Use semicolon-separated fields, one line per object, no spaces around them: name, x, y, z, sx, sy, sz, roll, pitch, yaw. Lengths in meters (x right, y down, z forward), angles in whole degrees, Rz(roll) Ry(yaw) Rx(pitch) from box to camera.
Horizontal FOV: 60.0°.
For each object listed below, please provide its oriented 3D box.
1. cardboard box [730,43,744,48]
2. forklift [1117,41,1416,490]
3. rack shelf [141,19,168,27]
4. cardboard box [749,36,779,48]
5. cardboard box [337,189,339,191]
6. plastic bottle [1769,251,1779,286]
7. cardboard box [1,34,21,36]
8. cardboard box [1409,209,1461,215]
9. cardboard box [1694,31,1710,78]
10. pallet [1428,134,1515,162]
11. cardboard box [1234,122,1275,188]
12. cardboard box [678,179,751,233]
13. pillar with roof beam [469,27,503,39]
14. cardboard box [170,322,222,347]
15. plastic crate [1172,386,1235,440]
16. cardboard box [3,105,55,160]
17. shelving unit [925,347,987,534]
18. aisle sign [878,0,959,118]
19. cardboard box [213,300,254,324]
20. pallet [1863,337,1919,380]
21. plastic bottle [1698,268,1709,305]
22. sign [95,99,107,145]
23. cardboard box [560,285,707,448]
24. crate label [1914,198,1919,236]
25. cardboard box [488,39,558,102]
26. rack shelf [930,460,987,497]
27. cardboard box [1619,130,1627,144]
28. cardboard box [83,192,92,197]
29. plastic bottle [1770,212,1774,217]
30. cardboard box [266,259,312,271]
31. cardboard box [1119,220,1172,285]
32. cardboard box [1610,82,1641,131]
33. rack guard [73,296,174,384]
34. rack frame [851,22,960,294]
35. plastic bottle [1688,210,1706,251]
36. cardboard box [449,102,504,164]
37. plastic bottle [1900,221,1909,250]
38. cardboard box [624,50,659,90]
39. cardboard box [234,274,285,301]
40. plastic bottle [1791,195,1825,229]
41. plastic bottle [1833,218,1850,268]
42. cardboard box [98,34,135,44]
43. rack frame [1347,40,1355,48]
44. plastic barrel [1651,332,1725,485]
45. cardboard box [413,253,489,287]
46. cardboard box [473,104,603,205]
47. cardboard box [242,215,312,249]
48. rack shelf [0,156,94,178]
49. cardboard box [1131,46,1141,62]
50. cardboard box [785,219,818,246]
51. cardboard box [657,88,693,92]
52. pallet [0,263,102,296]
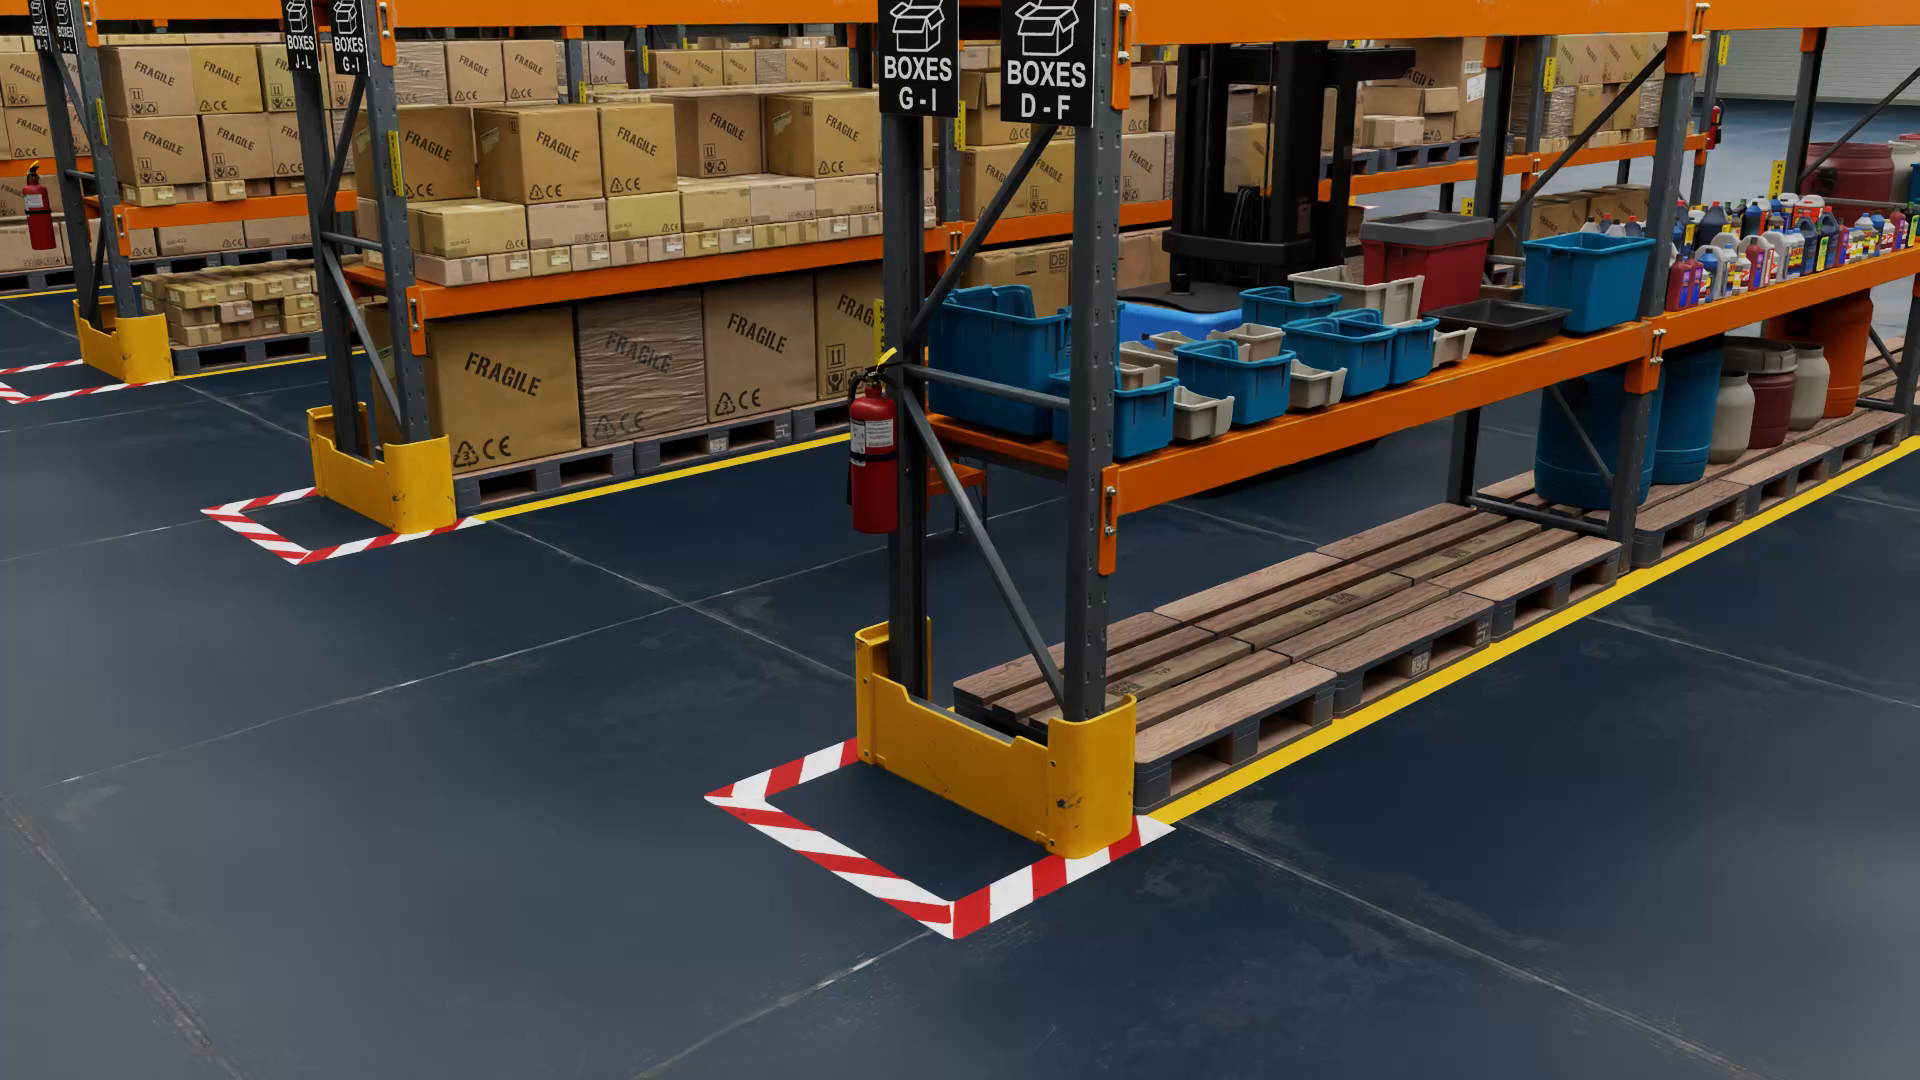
cardboard box;-3.792;-8.157;27.584;0.250;0.149;0.380;-16;24;-40
forklift;2.111;-2.058;10.578;3.031;2.935;1.130;-17;24;-42
rack shelf;-9.152;-7.308;22.965;4.000;0.370;1.077;-16;24;-41
cardboard box;-2.683;-6.807;22.740;0.250;0.149;0.380;-15;23;-38
cardboard box;-5.268;-2.920;13.536;0.250;0.149;0.380;-17;24;-42
plastic bottle;4.393;-1.490;9.040;0.097;0.201;0.097;0;18;0
cardboard box;-9.466;-4.970;16.616;0.250;0.149;0.380;-16;24;-40
cardboard box;4.968;-3.058;16.891;0.700;0.500;0.500;16;24;40
cardboard box;8.106;-5.503;18.829;0.500;0.500;0.500;-16;24;-41
pallet;4.774;-3.942;16.591;1.213;0.211;1.003;-16;24;-41
cardboard box;2.335;-3.203;13.837;0.500;0.500;0.500;-15;23;-39
cardboard box;-1.639;-2.060;10.237;0.500;0.250;0.500;-17;24;-42
pillar with roof beam;-4.413;-9.015;22.198;0.400;9.000;9.100;-16;24;-41
cardboard box;-6.024;-1.636;13.108;0.250;0.149;0.380;-16;24;-40
plastic crate;0.808;-0.441;5.812;0.298;0.136;0.250;-16;24;-41
cardboard box;-9.204;-4.039;16.417;0.500;0.500;0.500;-17;24;-42
shelving unit;-0.120;-0.536;8.691;0.503;1.200;0.258;-16;24;-41
aisle sign;-0.141;-1.797;5.448;0.004;0.787;0.394;-16;24;-41
cardboard box;-5.829;-1.837;13.246;0.250;0.149;0.380;-16;24;-41
pallet;7.402;-1.291;12.625;1.213;0.211;1.003;-16;24;-41
plastic bottle;3.747;-1.302;8.459;0.097;0.201;0.097;0;18;0
sign;-6.251;-3.043;12.103;0.005;0.325;0.100;-16;24;-41
cardboard box;-2.219;-1.155;10.449;0.875;0.875;0.875;-16;24;-41
crate label;6.489;-2.131;10.964;0.416;0.233;0.303;-16;24;-41
cardboard box;-3.874;-4.105;14.516;0.500;0.500;0.500;17;24;42
rack shelf;-0.120;-0.283;8.773;0.480;0.148;0.258;-16;24;-41
cardboard box;7.023;-4.405;18.116;0.250;0.149;0.380;-16;24;-41
cardboard box;-11.563;-4.465;21.833;0.250;0.149;0.380;-17;24;-42
plastic bottle;5.216;-2.052;10.773;0.097;0.201;0.097;0;18;0
cardboard box;-5.702;-2.282;14.137;0.250;0.149;0.380;-15;23;-39
cardboard box;1.354;-2.175;13.595;0.875;0.875;1.225;-16;24;-41
cardboard box;6.872;-4.757;18.147;0.500;0.500;0.875;-16;24;-41
rack guard;-6.569;-1.580;13.047;0.348;0.500;1.175;-16;24;-41
rack frame;-0.384;-2.467;11.732;0.127;3.000;1.000;-16;24;-41
plastic bottle;4.382;-1.833;9.976;0.135;0.276;0.152;-16;24;-41
cardboard box;-4.253;-3.514;14.315;0.500;0.500;0.500;-17;25;-42
plastic bottle;5.829;-1.909;10.331;0.097;0.201;0.097;0;18;0
cardboard box;-4.146;-6.083;21.559;0.500;0.500;0.500;17;25;42
cardboard box;-5.621;-2.024;13.342;0.250;0.149;0.380;-16;24;-41
plastic bottle;5.494;-2.093;10.777;0.135;0.276;0.152;-16;24;-41
plastic bottle;5.095;-1.726;9.634;0.133;0.283;0.061;-16;24;-41
cardboard box;-8.495;-5.005;16.723;0.250;0.149;0.380;-17;25;-42
rack frame;5.002;-6.143;23.069;0.127;3.000;1.000;-16;24;-41
plastic barrel;3.941;-0.821;9.374;0.708;0.901;0.600;-16;24;-41
cardboard box;-2.805;-1.502;9.160;0.250;0.149;0.380;-16;24;-40
cardboard box;-2.392;-2.194;9.433;0.500;0.500;0.500;-17;25;-42
cardboard box;-7.722;-3.560;18.576;0.875;0.438;0.875;-17;24;-42
rack shelf;-8.645;-3.922;17.385;4.000;0.370;1.077;-16;24;-41
cardboard box;1.738;-5.712;19.956;0.500;0.500;0.700;-17;24;-42
cardboard box;-1.127;-1.992;10.672;0.250;0.149;0.380;-16;24;-40
cardboard box;-2.805;-4.311;16.179;0.380;0.149;0.250;17;25;42
pallet;-9.571;-2.701;16.974;1.213;0.211;1.003;-16;24;-41
